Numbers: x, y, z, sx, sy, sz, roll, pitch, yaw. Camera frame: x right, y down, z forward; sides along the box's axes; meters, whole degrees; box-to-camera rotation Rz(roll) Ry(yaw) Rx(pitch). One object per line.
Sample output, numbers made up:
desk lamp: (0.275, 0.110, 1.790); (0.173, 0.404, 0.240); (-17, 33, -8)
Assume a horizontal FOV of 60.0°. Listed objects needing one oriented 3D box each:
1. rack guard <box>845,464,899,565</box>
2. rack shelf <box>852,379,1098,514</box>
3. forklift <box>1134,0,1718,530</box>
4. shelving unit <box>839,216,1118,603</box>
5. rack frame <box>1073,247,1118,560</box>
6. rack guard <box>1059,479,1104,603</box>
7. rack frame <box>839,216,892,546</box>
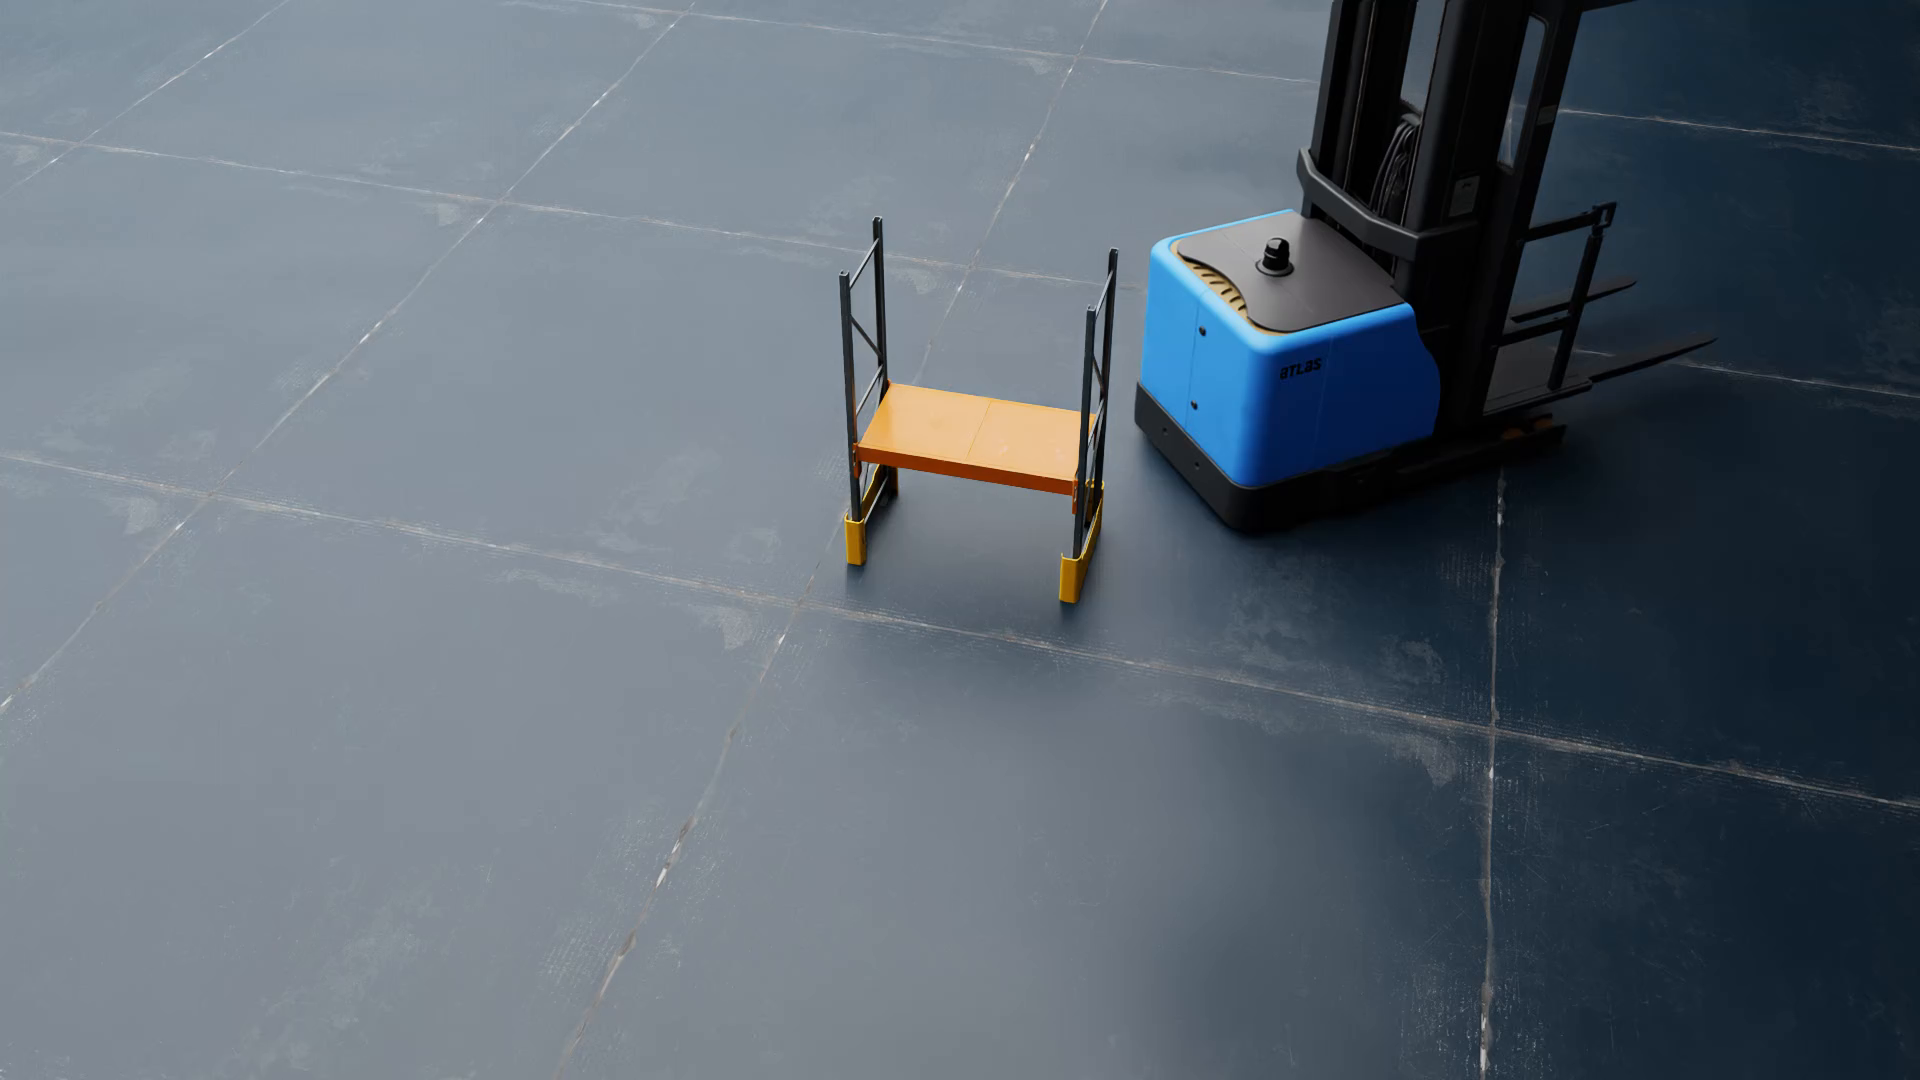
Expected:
rack guard: (-0.407, -0.166, 7.753); (0.087, 0.250, 0.587); (10, 41, 11)
rack shelf: (0.082, -0.422, 7.366); (1.000, 0.185, 0.538); (10, 41, 11)
forklift: (2.436, -1.803, 7.617); (3.031, 2.935, 1.130); (-16, 43, -18)
shelving unit: (0.074, -0.562, 7.253); (1.083, 1.500, 0.587); (10, 41, 11)
rack frame: (0.573, -0.476, 7.150); (0.032, 1.500, 0.500); (10, 41, 11)
rack guard: (0.555, 0.000, 7.556); (0.087, 0.250, 0.587); (10, 41, 11)
rack frame: (-0.409, -0.645, 7.351); (0.032, 1.500, 0.500); (10, 41, 11)
